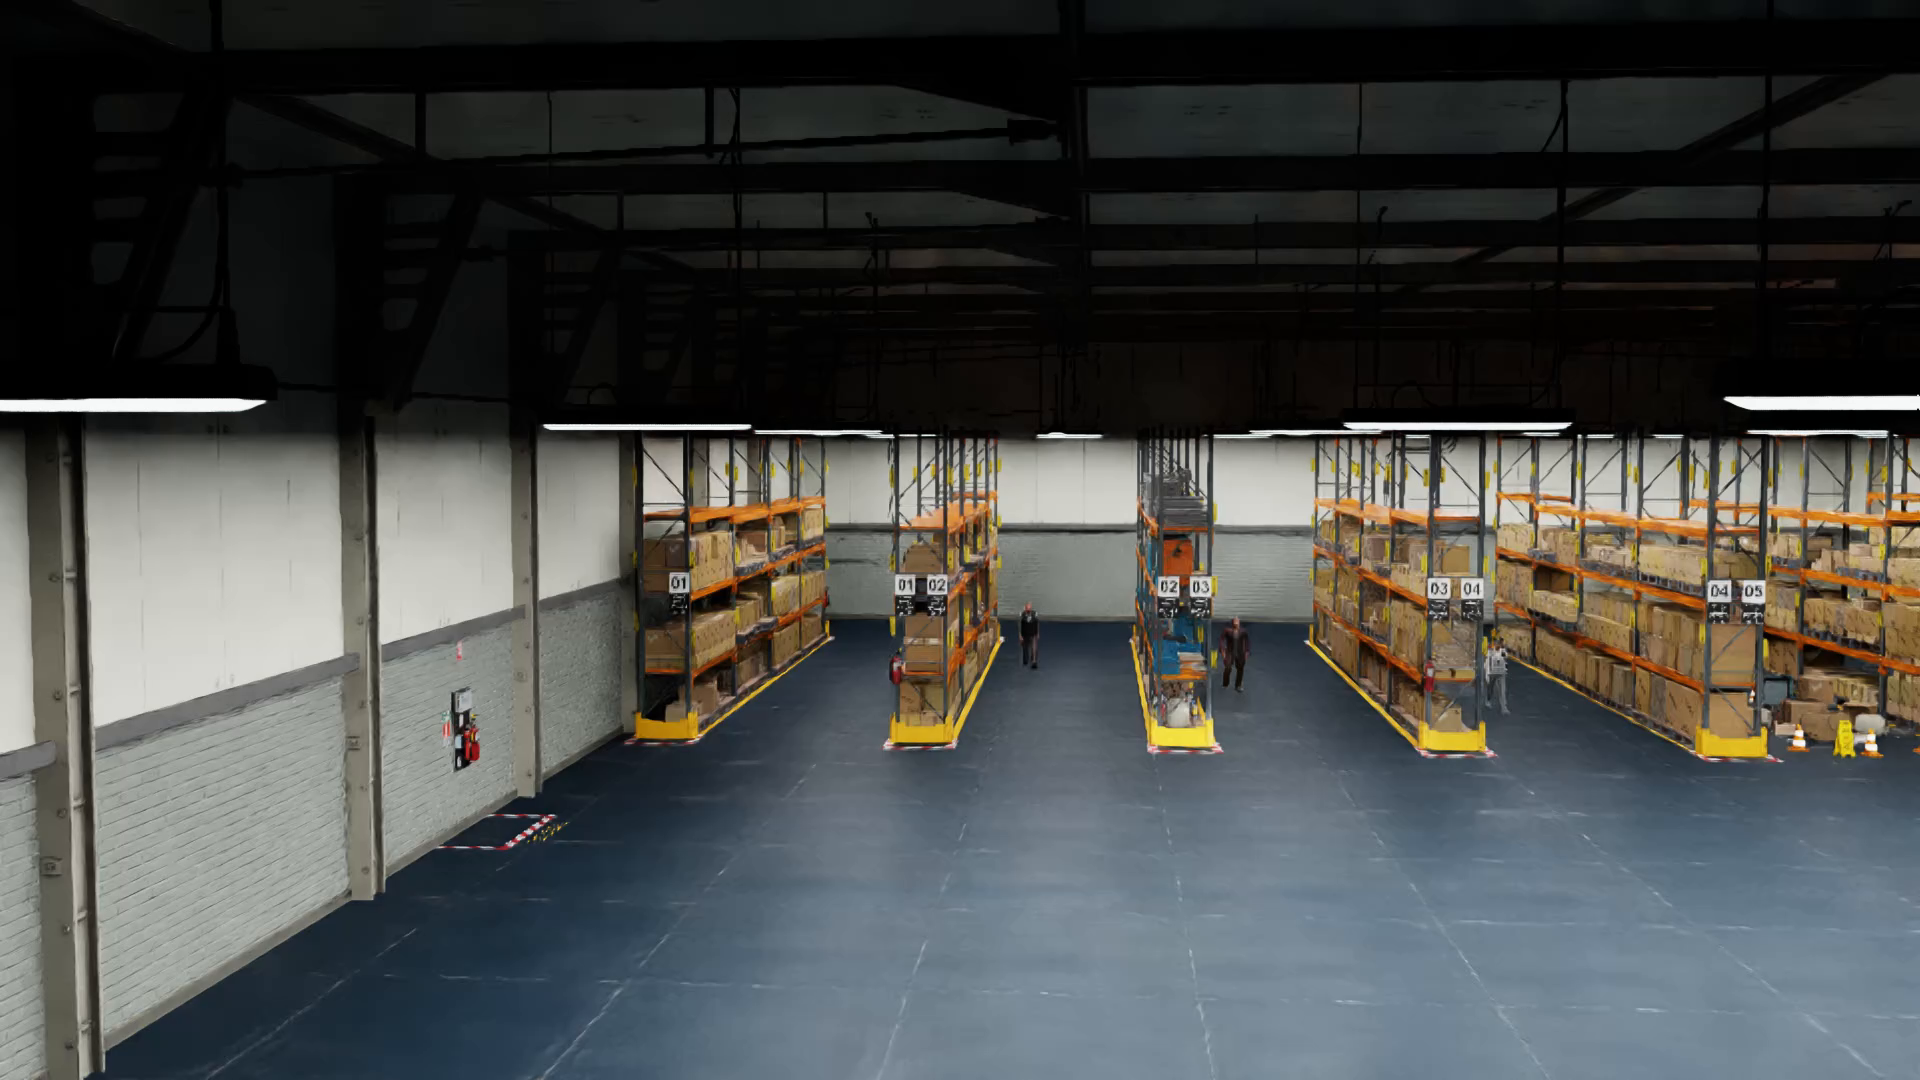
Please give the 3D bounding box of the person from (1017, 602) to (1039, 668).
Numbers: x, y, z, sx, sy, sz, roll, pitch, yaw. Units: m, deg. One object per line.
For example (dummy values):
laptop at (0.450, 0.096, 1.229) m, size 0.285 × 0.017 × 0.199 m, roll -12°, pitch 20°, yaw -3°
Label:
person at (1.716, 2.372, 41.794) m, size 0.546 × 1.642 × 1.106 m, roll 0°, pitch 3°, yaw 2°

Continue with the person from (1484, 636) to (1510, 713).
person at (11.285, 2.804, 35.006) m, size 0.495 × 1.589 × 1.086 m, roll 0°, pitch 3°, yaw 7°

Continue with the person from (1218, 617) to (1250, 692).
person at (6.232, 2.589, 37.808) m, size 0.729 × 1.733 × 0.546 m, roll 0°, pitch 3°, yaw 3°

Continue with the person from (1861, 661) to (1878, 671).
person at (22.712, 2.394, 41.303) m, size 0.551 × 1.663 × 0.571 m, roll 2°, pitch 4°, yaw 26°
